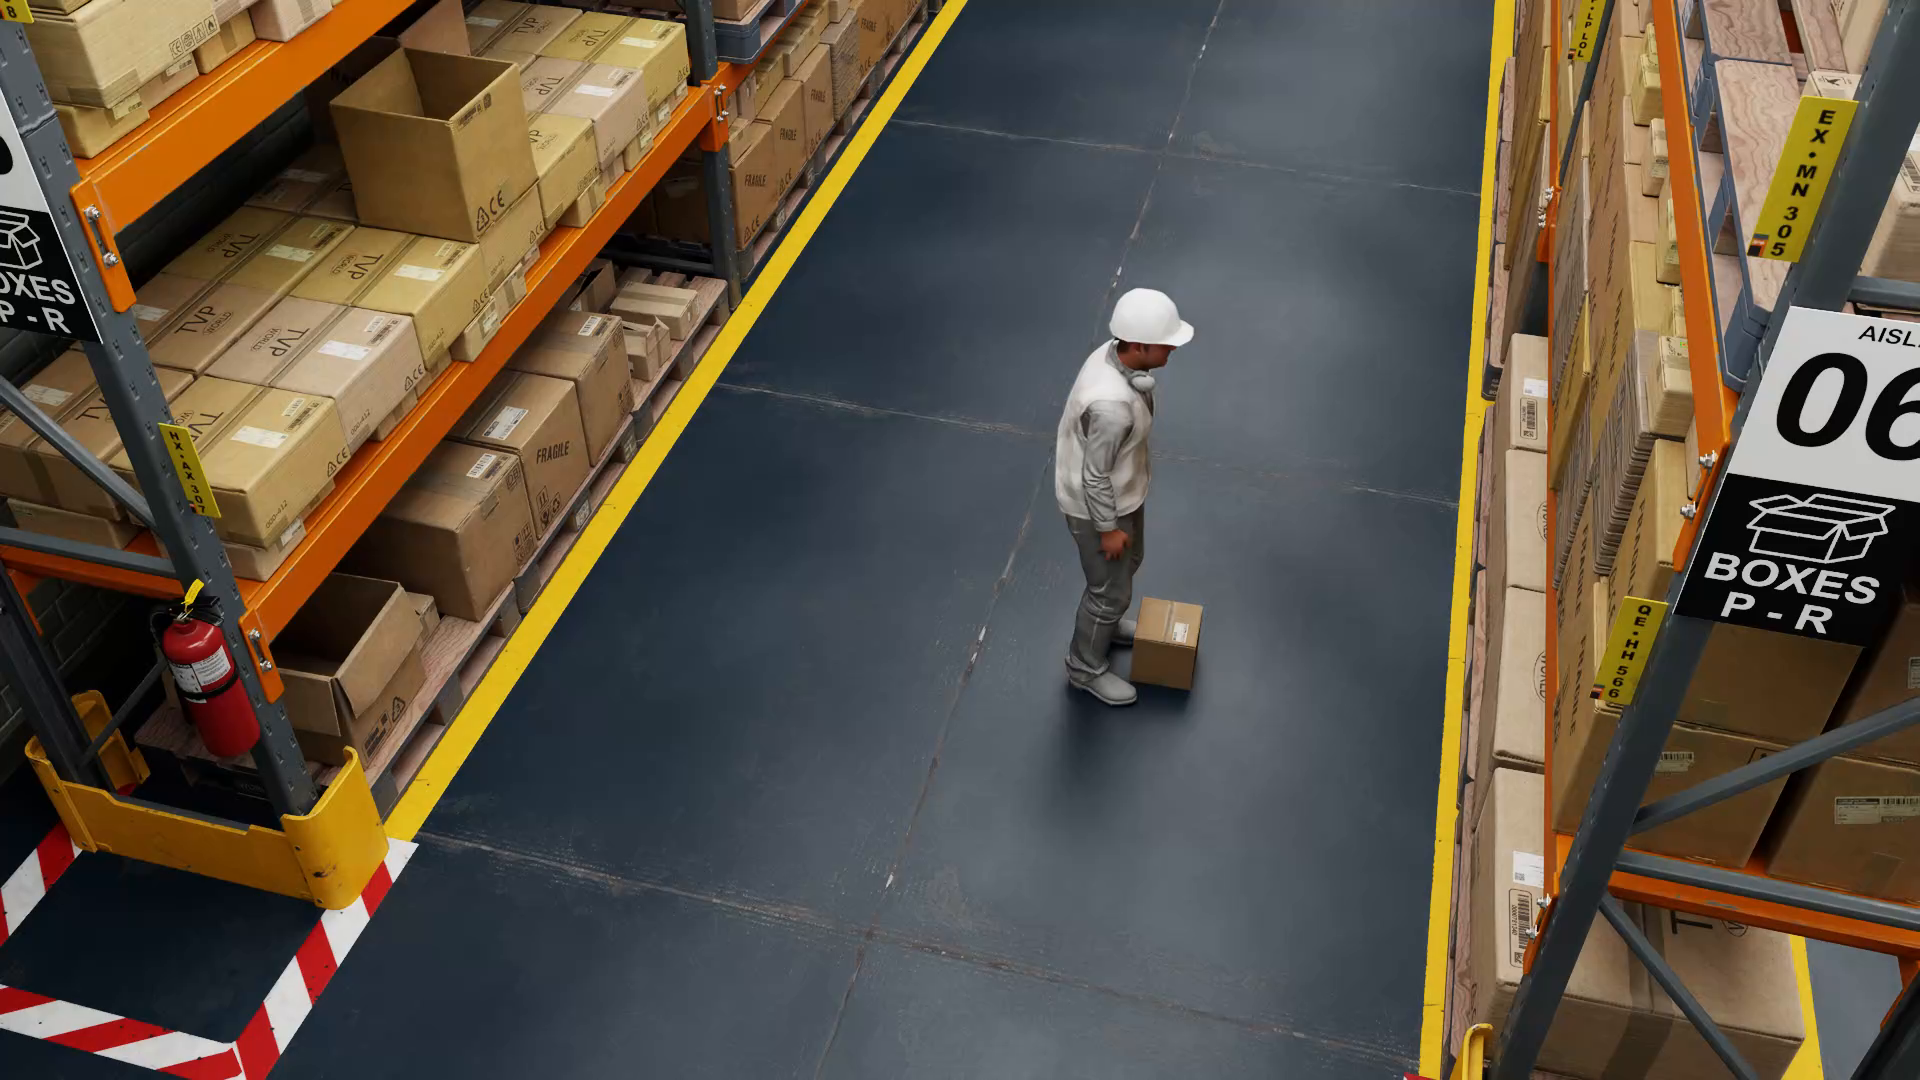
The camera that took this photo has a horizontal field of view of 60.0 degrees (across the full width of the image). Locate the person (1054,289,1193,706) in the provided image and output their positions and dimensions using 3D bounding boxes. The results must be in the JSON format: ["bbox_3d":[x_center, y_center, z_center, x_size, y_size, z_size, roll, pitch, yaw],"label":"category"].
[{"bbox_3d":[0.590,-0.186,6.354,0.464,1.771,0.580,10,42,12],"label":"person"}]
